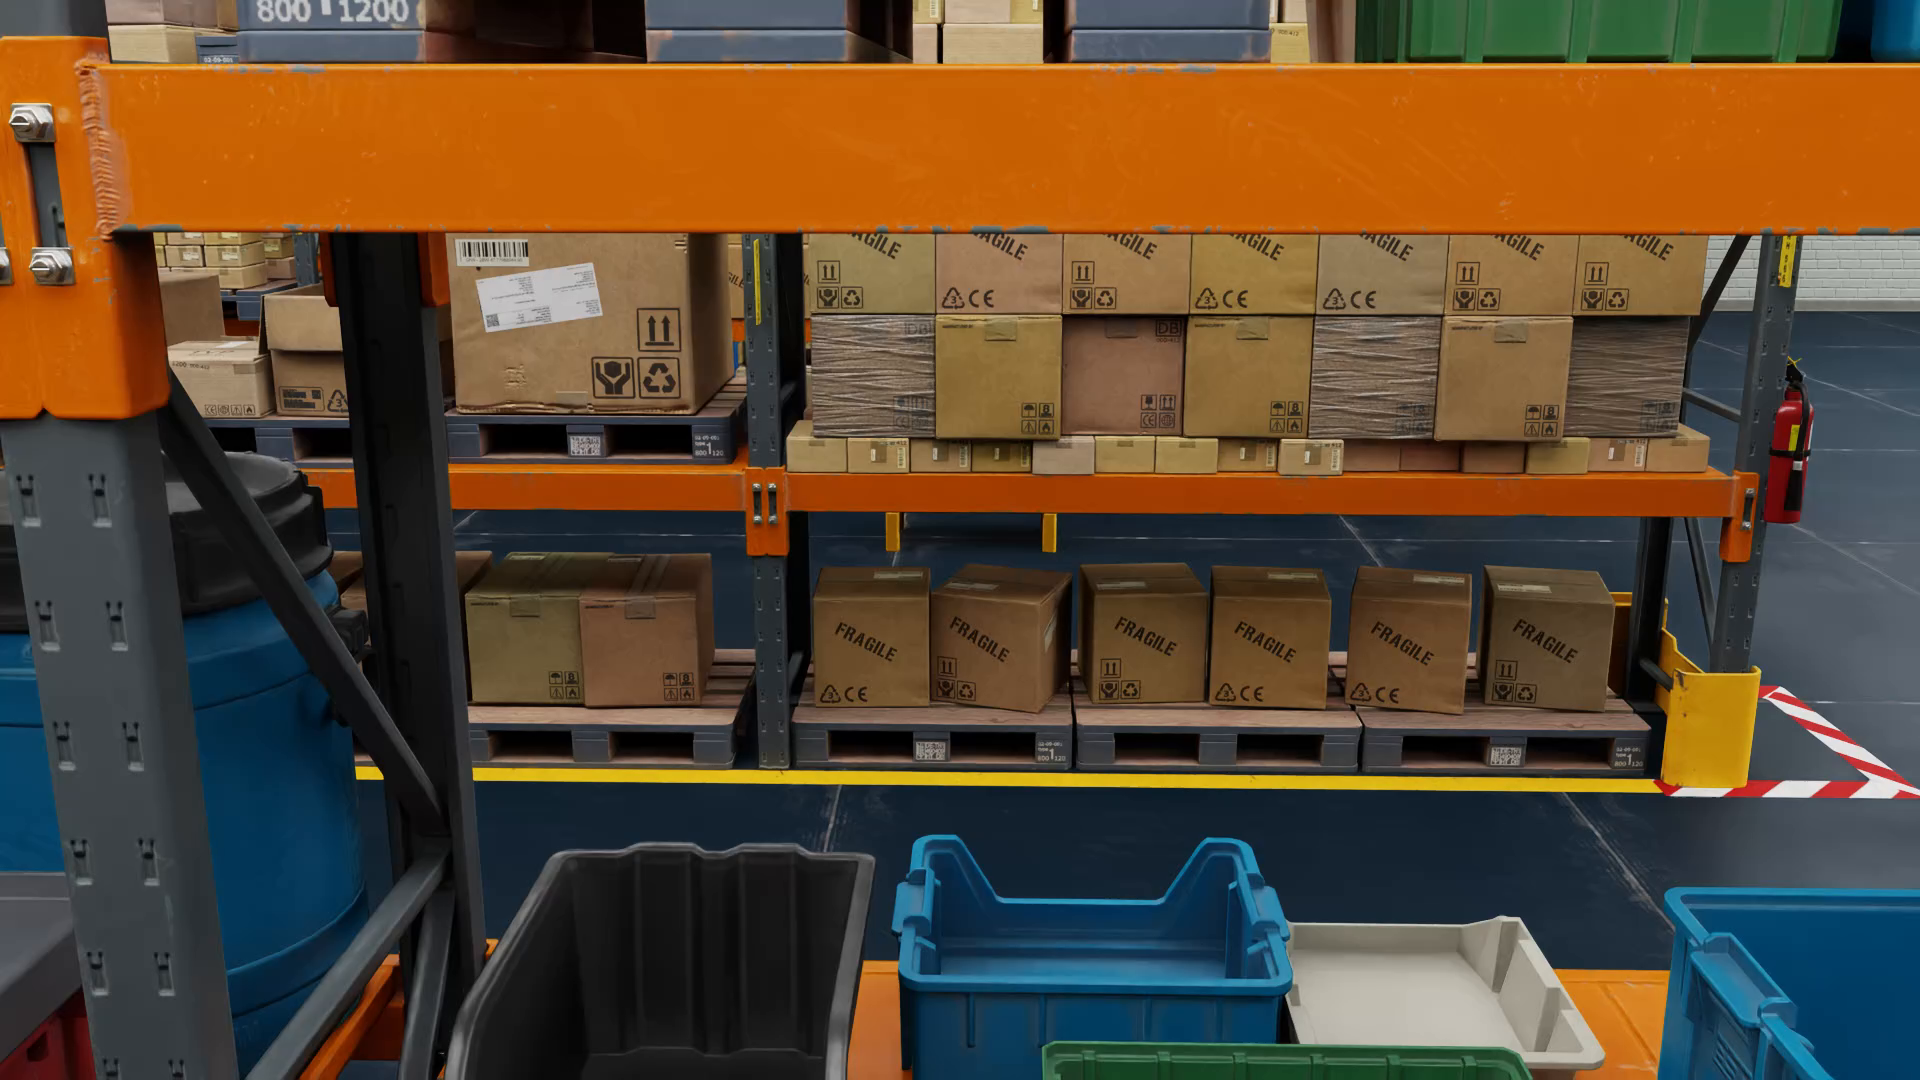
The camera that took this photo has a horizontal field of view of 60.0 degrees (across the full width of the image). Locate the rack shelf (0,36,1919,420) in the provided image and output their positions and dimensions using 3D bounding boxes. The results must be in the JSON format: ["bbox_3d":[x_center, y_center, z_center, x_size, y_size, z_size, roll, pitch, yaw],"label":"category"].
[{"bbox_3d":[1.090,-0.419,2.077,4.000,0.370,1.077,0,15,1],"label":"rack shelf"}]

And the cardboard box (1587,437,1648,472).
[{"bbox_3d":[2.675,-0.396,6.952,0.250,0.149,0.380,0,15,1],"label":"cardboard box"}]

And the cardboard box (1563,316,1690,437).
[{"bbox_3d":[2.666,-0.769,7.095,0.500,0.500,0.875,0,15,1],"label":"cardboard box"}]

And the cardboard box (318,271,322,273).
[{"bbox_3d":[-6.109,-2.354,17.223,0.875,0.875,0.875,1,15,2],"label":"cardboard box"}]

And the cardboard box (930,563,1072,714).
[{"bbox_3d":[0.188,0.428,7.414,0.500,0.500,0.500,5,16,19],"label":"cardboard box"}]

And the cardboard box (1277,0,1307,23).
[{"bbox_3d":[1.357,-2.083,6.487,0.250,0.149,0.380,0,15,-1],"label":"cardboard box"}]

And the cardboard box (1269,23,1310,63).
[{"bbox_3d":[1.213,-1.892,6.546,0.500,0.250,0.500,0,15,0],"label":"cardboard box"}]

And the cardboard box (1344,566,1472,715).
[{"bbox_3d":[1.993,0.436,7.384,0.500,0.500,0.500,4,15,16],"label":"cardboard box"}]

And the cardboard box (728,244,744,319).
[{"bbox_3d":[-1.589,-1.843,11.750,0.500,0.500,0.500,0,15,1],"label":"cardboard box"}]

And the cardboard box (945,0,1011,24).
[{"bbox_3d":[0.073,-2.090,6.516,0.250,0.149,0.380,0,15,2],"label":"cardboard box"}]

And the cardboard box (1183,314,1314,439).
[{"bbox_3d":[1.165,-0.762,7.069,0.500,0.500,0.875,0,15,1],"label":"cardboard box"}]

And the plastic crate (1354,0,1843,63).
[{"bbox_3d":[0.661,-0.597,1.759,0.450,0.188,0.336,0,15,1],"label":"plastic crate"}]

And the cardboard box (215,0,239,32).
[{"bbox_3d":[-3.291,-2.412,7.045,0.500,0.500,0.500,1,15,2],"label":"cardboard box"}]

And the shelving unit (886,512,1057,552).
[{"bbox_3d":[0.076,-0.725,10.647,1.083,1.500,0.587,0,15,1],"label":"shelving unit"}]

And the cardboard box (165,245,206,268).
[{"bbox_3d":[-5.327,-1.996,11.613,0.250,0.149,0.380,1,15,4],"label":"cardboard box"}]

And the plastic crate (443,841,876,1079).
[{"bbox_3d":[-0.390,0.737,2.289,0.504,0.338,0.767,0,15,1],"label":"plastic crate"}]

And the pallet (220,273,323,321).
[{"bbox_3d":[-5.269,-1.767,12.034,1.003,0.211,1.213,0,15,1],"label":"pallet"}]

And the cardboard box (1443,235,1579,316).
[{"bbox_3d":[2.159,-1.184,6.709,0.500,0.500,0.500,0,15,1],"label":"cardboard box"}]

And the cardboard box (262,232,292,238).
[{"bbox_3d":[-5.016,-2.304,12.196,0.250,0.149,0.380,0,15,2],"label":"cardboard box"}]

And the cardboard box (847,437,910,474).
[{"bbox_3d":[-0.326,-0.388,6.922,0.250,0.149,0.380,0,15,1],"label":"cardboard box"}]

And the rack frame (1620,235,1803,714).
[{"bbox_3d":[3.215,-0.566,7.106,0.127,3.000,1.000,0,15,1],"label":"rack frame"}]

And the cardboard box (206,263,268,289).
[{"bbox_3d":[-5.059,-1.850,11.641,0.250,0.149,0.380,1,15,2],"label":"cardboard box"}]

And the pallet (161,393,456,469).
[{"bbox_3d":[-2.802,-0.523,7.318,1.213,0.211,1.003,0,15,1],"label":"pallet"}]

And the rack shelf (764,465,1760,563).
[{"bbox_3d":[1.216,-0.231,7.247,4.000,0.370,1.077,0,15,1],"label":"rack shelf"}]

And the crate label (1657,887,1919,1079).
[{"bbox_3d":[1.242,0.737,2.098,0.616,0.435,0.502,0,15,1],"label":"crate label"}]

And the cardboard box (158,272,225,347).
[{"bbox_3d":[-3.681,-0.898,7.345,0.500,0.500,0.700,3,15,10],"label":"cardboard box"}]

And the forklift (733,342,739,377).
[{"bbox_3d":[-2.813,-2.345,13.982,1.130,2.935,3.031,-7,16,-24],"label":"forklift"}]

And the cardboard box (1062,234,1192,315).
[{"bbox_3d":[0.660,-1.194,6.745,0.500,0.500,0.500,0,15,1],"label":"cardboard box"}]

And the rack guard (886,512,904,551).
[{"bbox_3d":[-0.422,-0.124,10.819,0.087,0.250,0.587,0,15,1],"label":"rack guard"}]

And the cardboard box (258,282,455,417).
[{"bbox_3d":[-2.519,-0.833,7.091,0.637,0.503,0.797,2,15,7],"label":"cardboard box"}]

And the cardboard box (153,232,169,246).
[{"bbox_3d":[-5.569,-2.142,11.581,0.250,0.149,0.380,1,15,3],"label":"cardboard box"}]

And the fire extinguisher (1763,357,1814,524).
[{"bbox_3d":[3.318,-0.410,6.667,0.183,0.674,0.296,0,15,1],"label":"fire extinguisher"}]

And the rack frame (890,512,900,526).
[{"bbox_3d":[-0.423,-0.728,10.659,0.032,1.500,0.500,0,15,1],"label":"rack frame"}]

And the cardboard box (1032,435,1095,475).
[{"bbox_3d":[0.423,-0.382,6.899,0.250,0.149,0.380,0,15,1],"label":"cardboard box"}]

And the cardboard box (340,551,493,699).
[{"bbox_3d":[-2.432,0.383,7.546,0.500,0.500,0.700,-1,15,-3],"label":"cardboard box"}]

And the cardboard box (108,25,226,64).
[{"bbox_3d":[-3.291,-1.924,6.666,0.500,0.250,0.500,1,15,3],"label":"cardboard box"}]

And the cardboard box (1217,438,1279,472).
[{"bbox_3d":[1.175,-0.396,6.954,0.250,0.149,0.380,0,15,1],"label":"cardboard box"}]

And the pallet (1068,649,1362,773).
[{"bbox_3d":[1.112,0.759,7.550,1.213,0.211,1.003,0,15,1],"label":"pallet"}]

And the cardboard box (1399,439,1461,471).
[{"bbox_3d":[1.926,-0.402,6.976,0.250,0.149,0.380,0,15,1],"label":"cardboard box"}]

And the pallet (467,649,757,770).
[{"bbox_3d":[-1.562,0.751,7.578,1.213,0.211,1.003,0,15,1],"label":"pallet"}]

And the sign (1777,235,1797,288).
[{"bbox_3d":[3.181,-1.137,6.382,0.005,0.325,0.100,0,15,1],"label":"sign"}]

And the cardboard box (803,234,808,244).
[{"bbox_3d":[-1.052,-2.390,11.862,0.500,0.500,0.700,0,15,0],"label":"cardboard box"}]

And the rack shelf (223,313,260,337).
[{"bbox_3d":[-6.554,-1.548,12.236,4.000,0.370,1.077,0,15,1],"label":"rack shelf"}]

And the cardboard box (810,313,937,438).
[{"bbox_3d":[-0.335,-0.766,7.083,0.500,0.500,0.875,0,15,1],"label":"cardboard box"}]
